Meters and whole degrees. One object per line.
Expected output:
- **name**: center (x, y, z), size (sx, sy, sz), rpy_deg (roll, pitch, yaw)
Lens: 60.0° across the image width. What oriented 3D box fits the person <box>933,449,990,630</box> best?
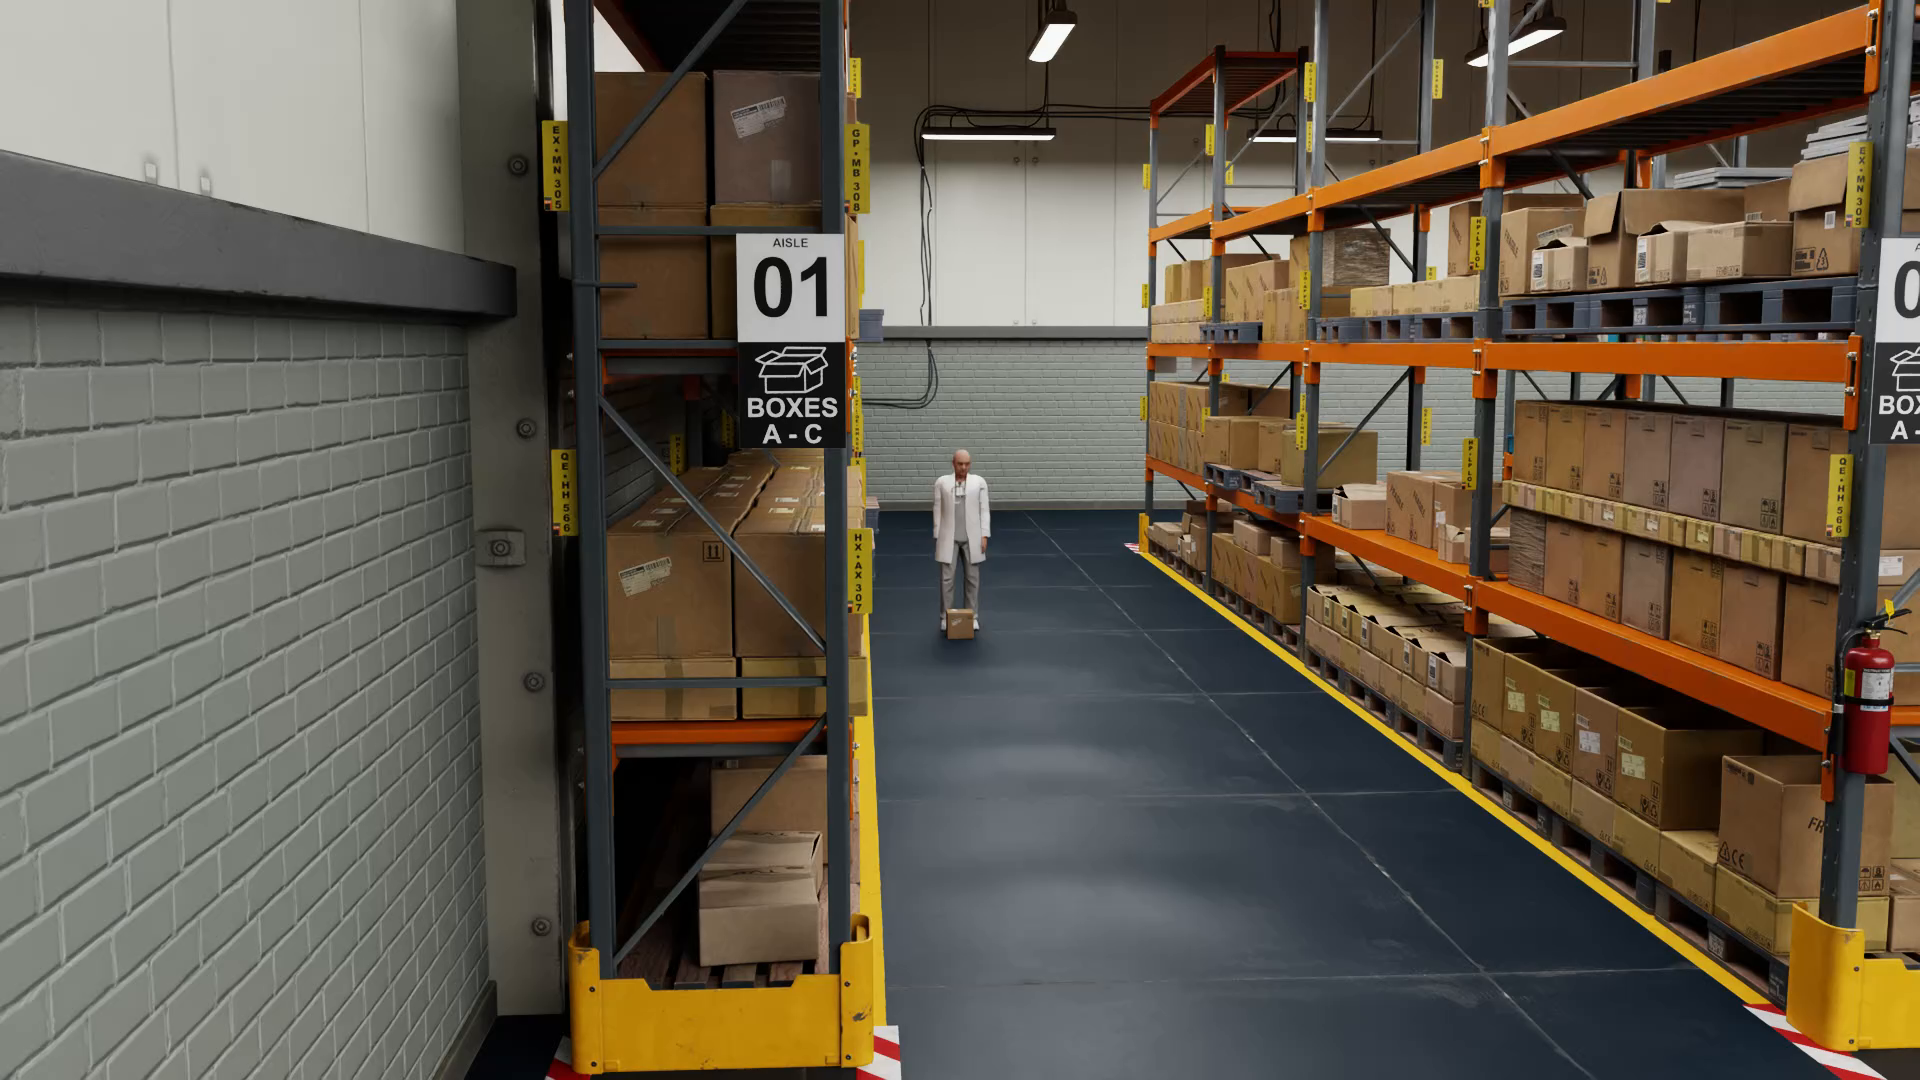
- **person**: center (0.018, -0.005, 16.379), size (0.566, 1.777, 0.383), rpy_deg (0, 7, -3)
